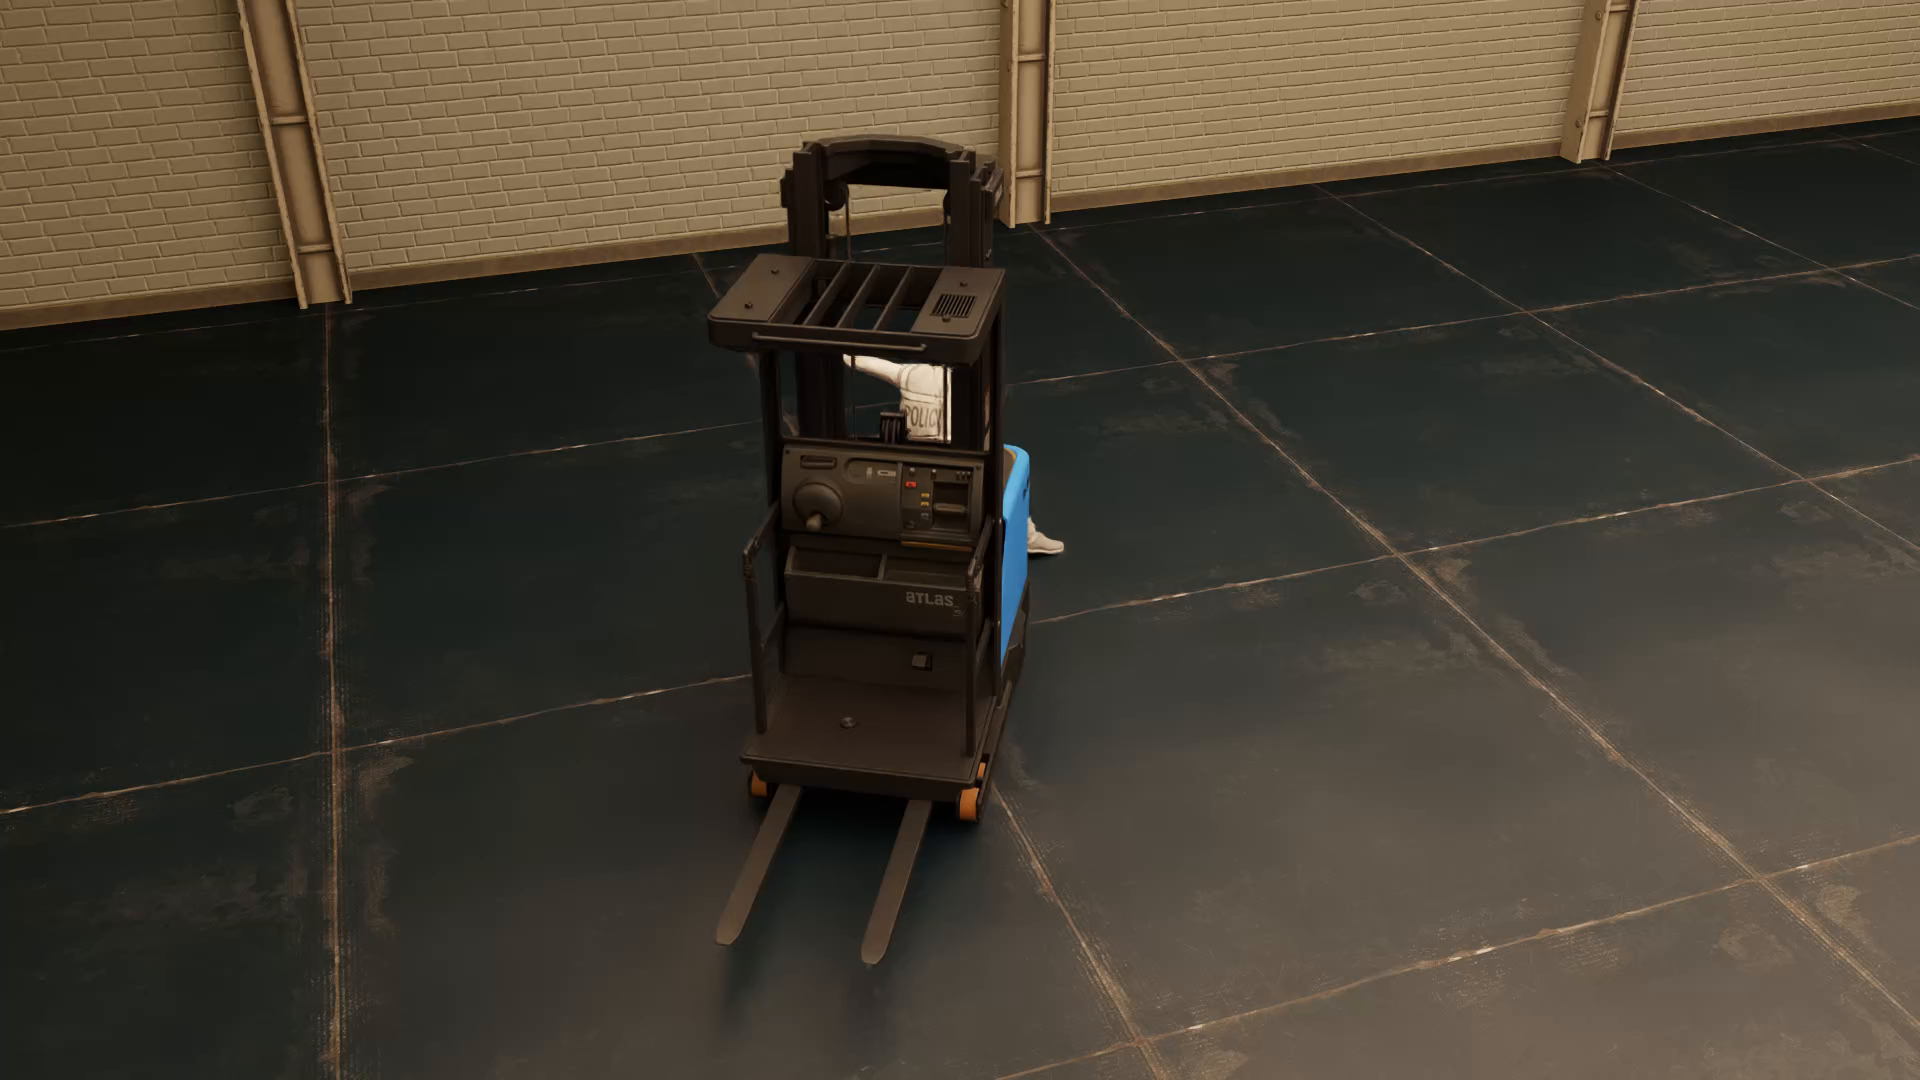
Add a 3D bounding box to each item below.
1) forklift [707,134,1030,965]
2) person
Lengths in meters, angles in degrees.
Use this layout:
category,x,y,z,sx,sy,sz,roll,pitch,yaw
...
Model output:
category,x,y,z,sx,sy,sz,roll,pitch,yaw
forklift,-0.391,-0.156,7.358,1.130,2.935,3.031,5,30,9
person,-0.120,-0.607,9.701,1.503,1.394,0.754,8,31,14
